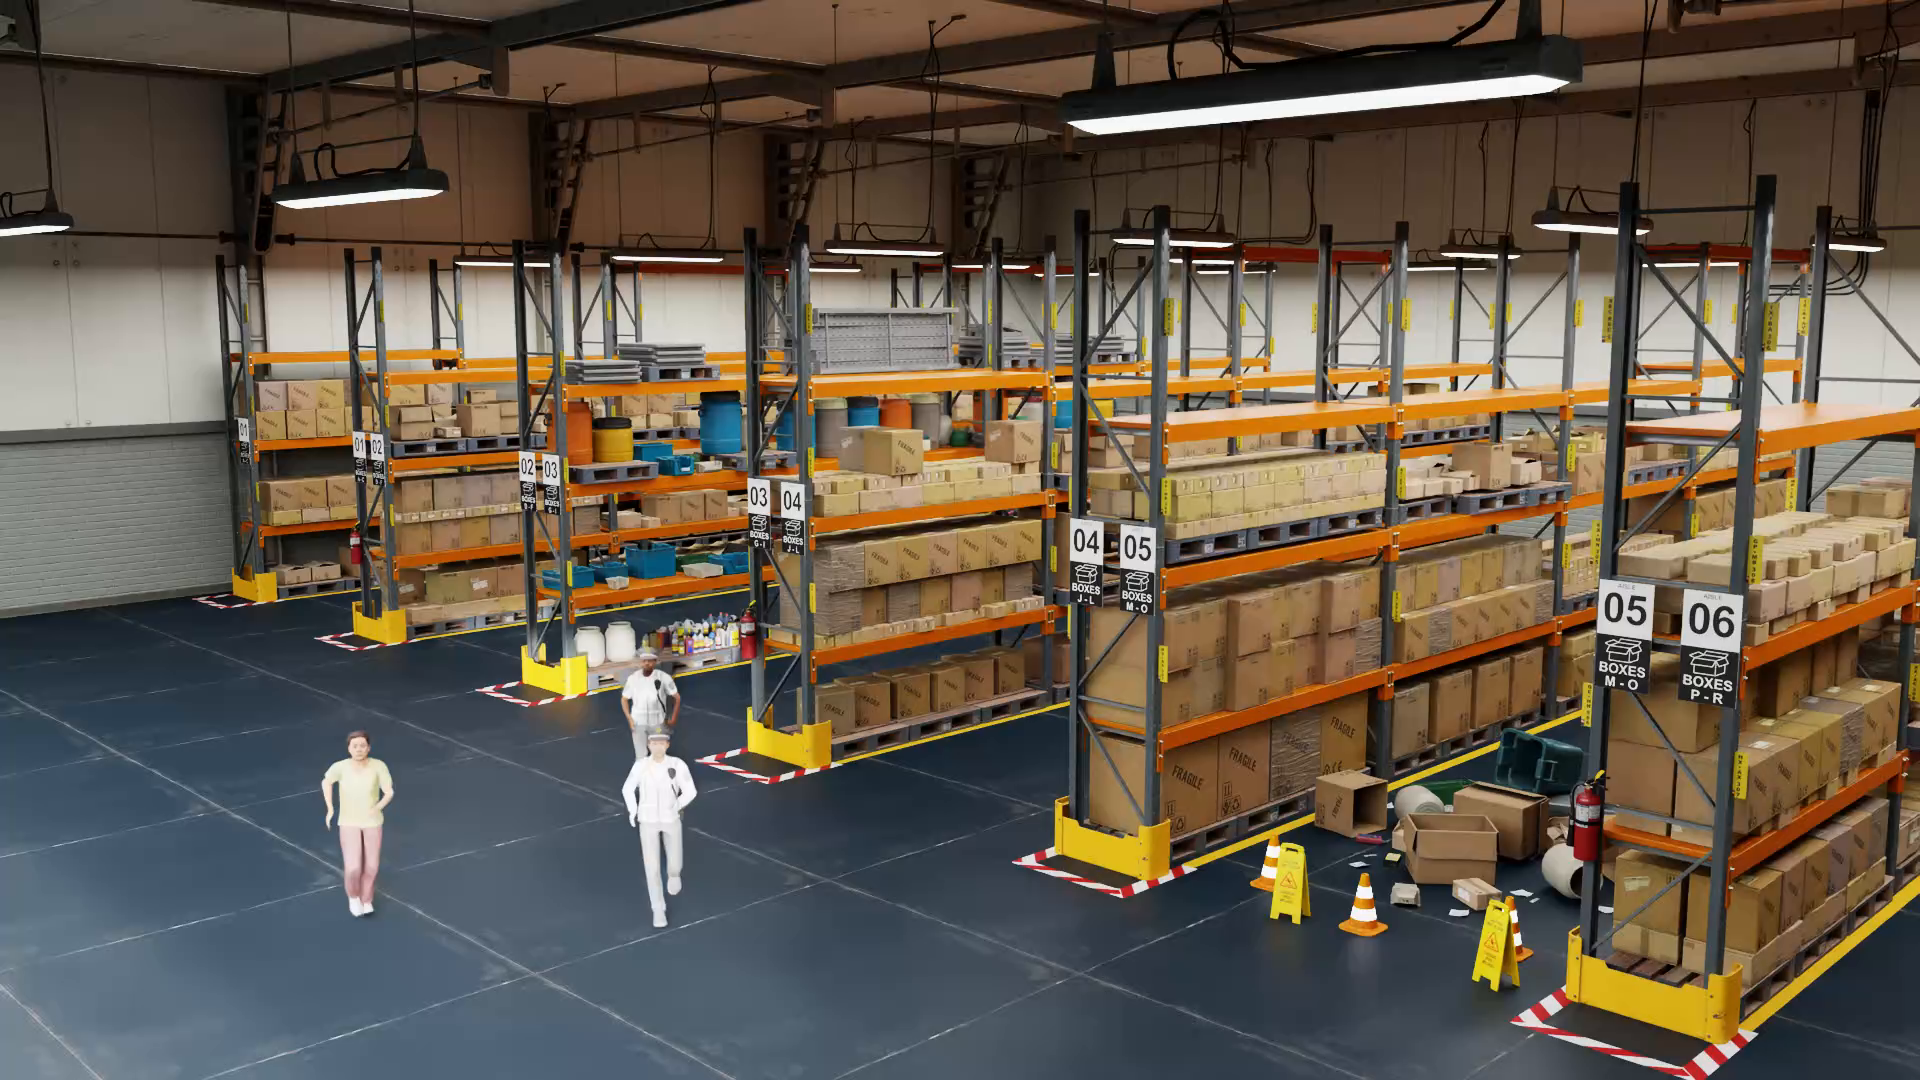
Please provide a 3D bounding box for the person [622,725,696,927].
[{"bbox_3d":[-2.539,2.366,14.056,0.623,1.656,0.716,-1,8,-7],"label":"person"}]

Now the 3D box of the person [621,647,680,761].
[{"bbox_3d":[-3.232,1.908,17.390,0.611,1.667,0.592,-1,8,-5],"label":"person"}]

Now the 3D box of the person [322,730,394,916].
[{"bbox_3d":[-5.016,2.388,13.915,0.551,1.621,0.688,-3,9,-23],"label":"person"}]
